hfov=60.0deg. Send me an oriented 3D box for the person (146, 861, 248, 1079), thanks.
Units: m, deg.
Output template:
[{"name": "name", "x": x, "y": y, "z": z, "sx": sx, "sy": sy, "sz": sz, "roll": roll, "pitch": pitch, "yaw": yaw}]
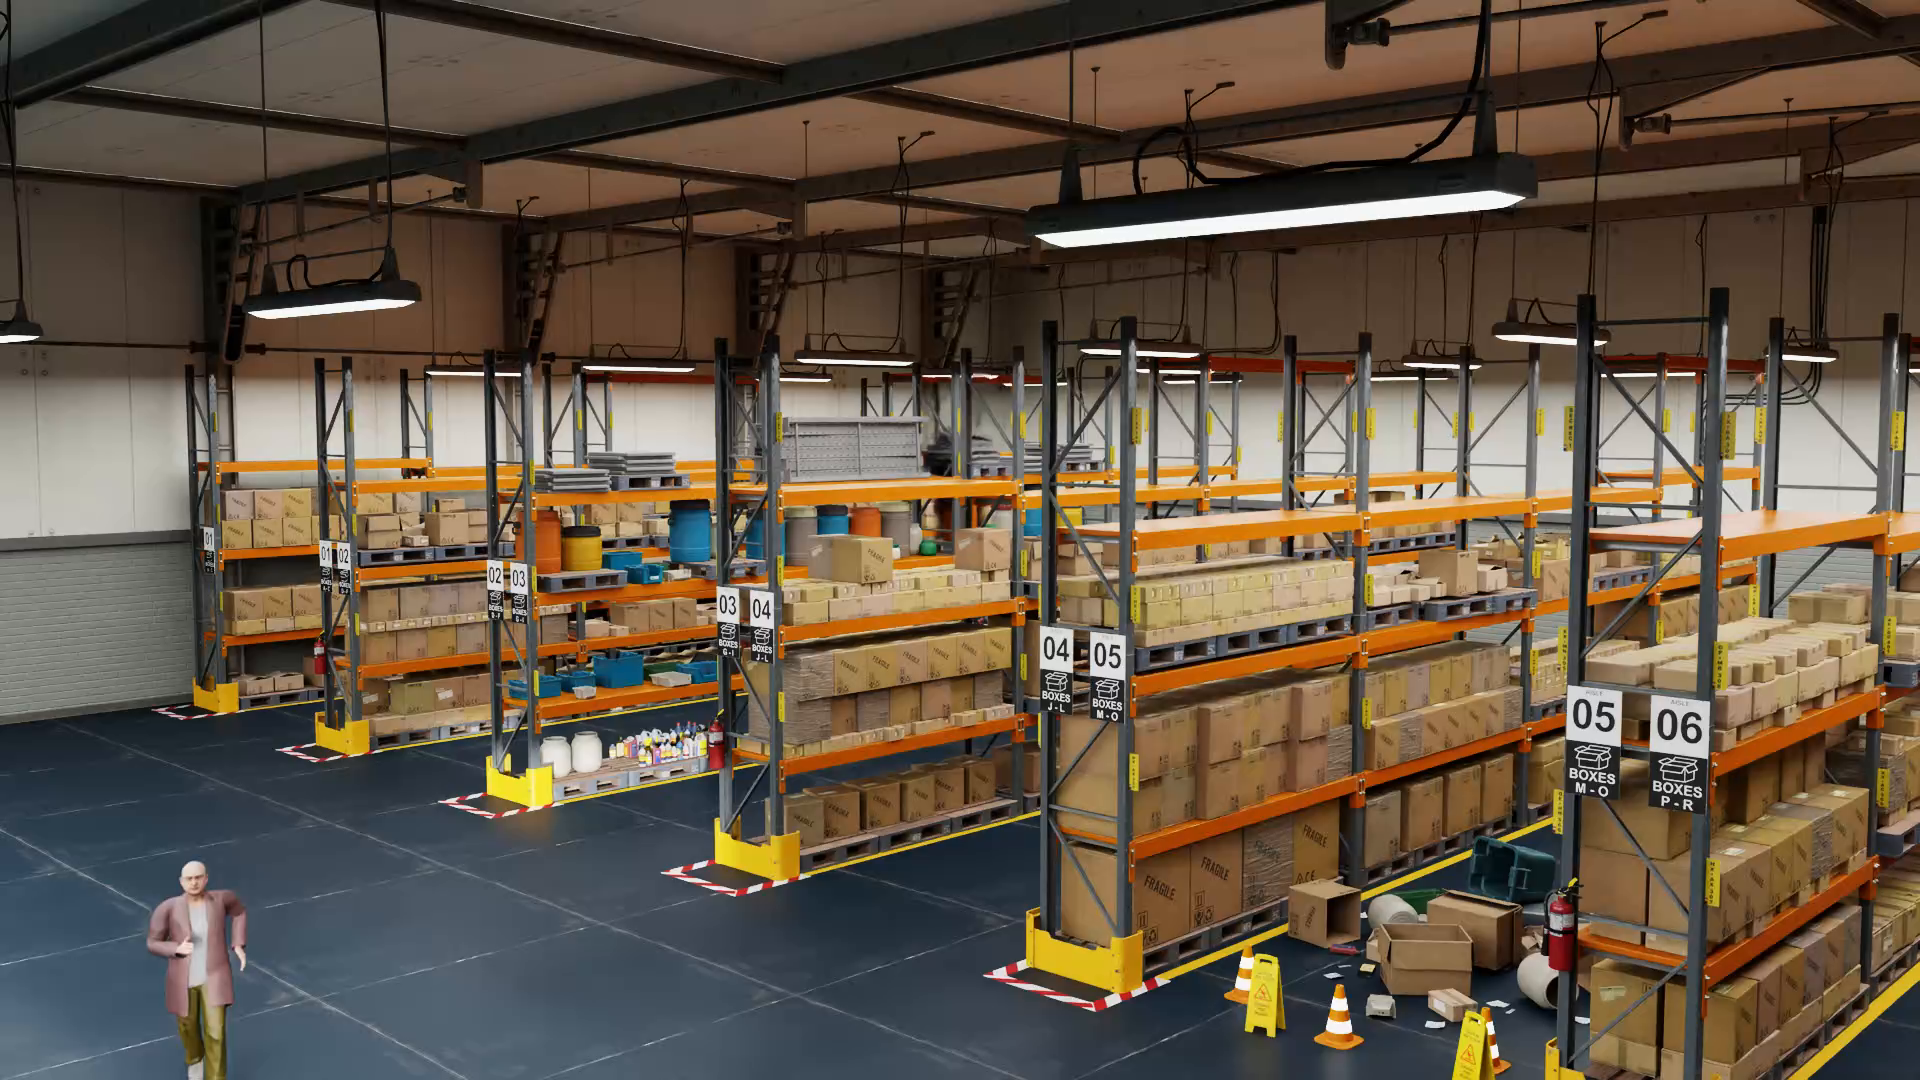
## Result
[{"name": "person", "x": -5.703, "y": 3.307, "z": 12.464, "sx": 0.678, "sy": 1.829, "sz": 0.923, "roll": -2, "pitch": 5, "yaw": -21}]
